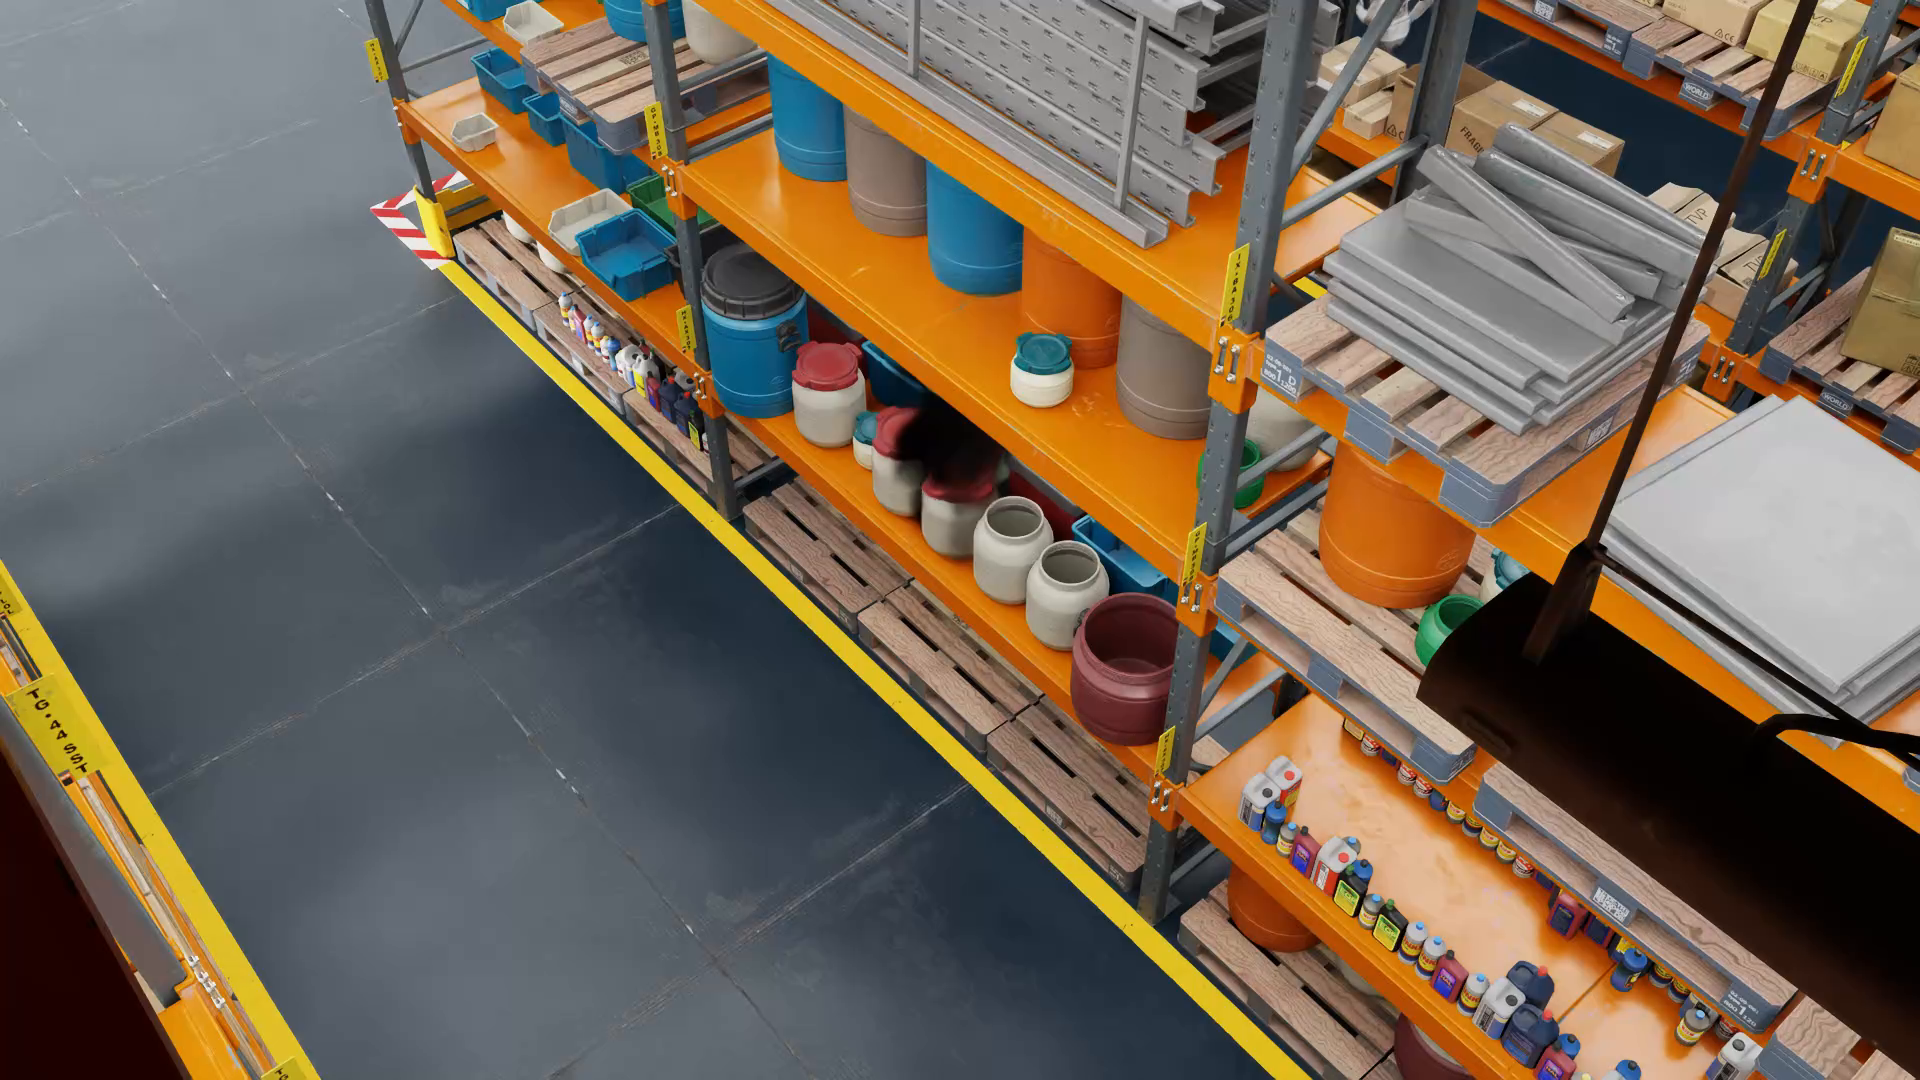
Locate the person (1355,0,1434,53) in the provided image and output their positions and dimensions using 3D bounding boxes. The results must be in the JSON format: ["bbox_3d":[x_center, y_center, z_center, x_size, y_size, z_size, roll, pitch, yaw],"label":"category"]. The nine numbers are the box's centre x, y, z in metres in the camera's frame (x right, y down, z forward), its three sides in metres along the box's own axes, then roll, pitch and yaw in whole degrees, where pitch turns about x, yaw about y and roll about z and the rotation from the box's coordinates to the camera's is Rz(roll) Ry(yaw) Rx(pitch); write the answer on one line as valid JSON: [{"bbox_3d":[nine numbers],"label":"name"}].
[{"bbox_3d":[3.514,-4.210,13.812,0.667,1.666,0.532,-28,53,-24],"label":"person"}]
